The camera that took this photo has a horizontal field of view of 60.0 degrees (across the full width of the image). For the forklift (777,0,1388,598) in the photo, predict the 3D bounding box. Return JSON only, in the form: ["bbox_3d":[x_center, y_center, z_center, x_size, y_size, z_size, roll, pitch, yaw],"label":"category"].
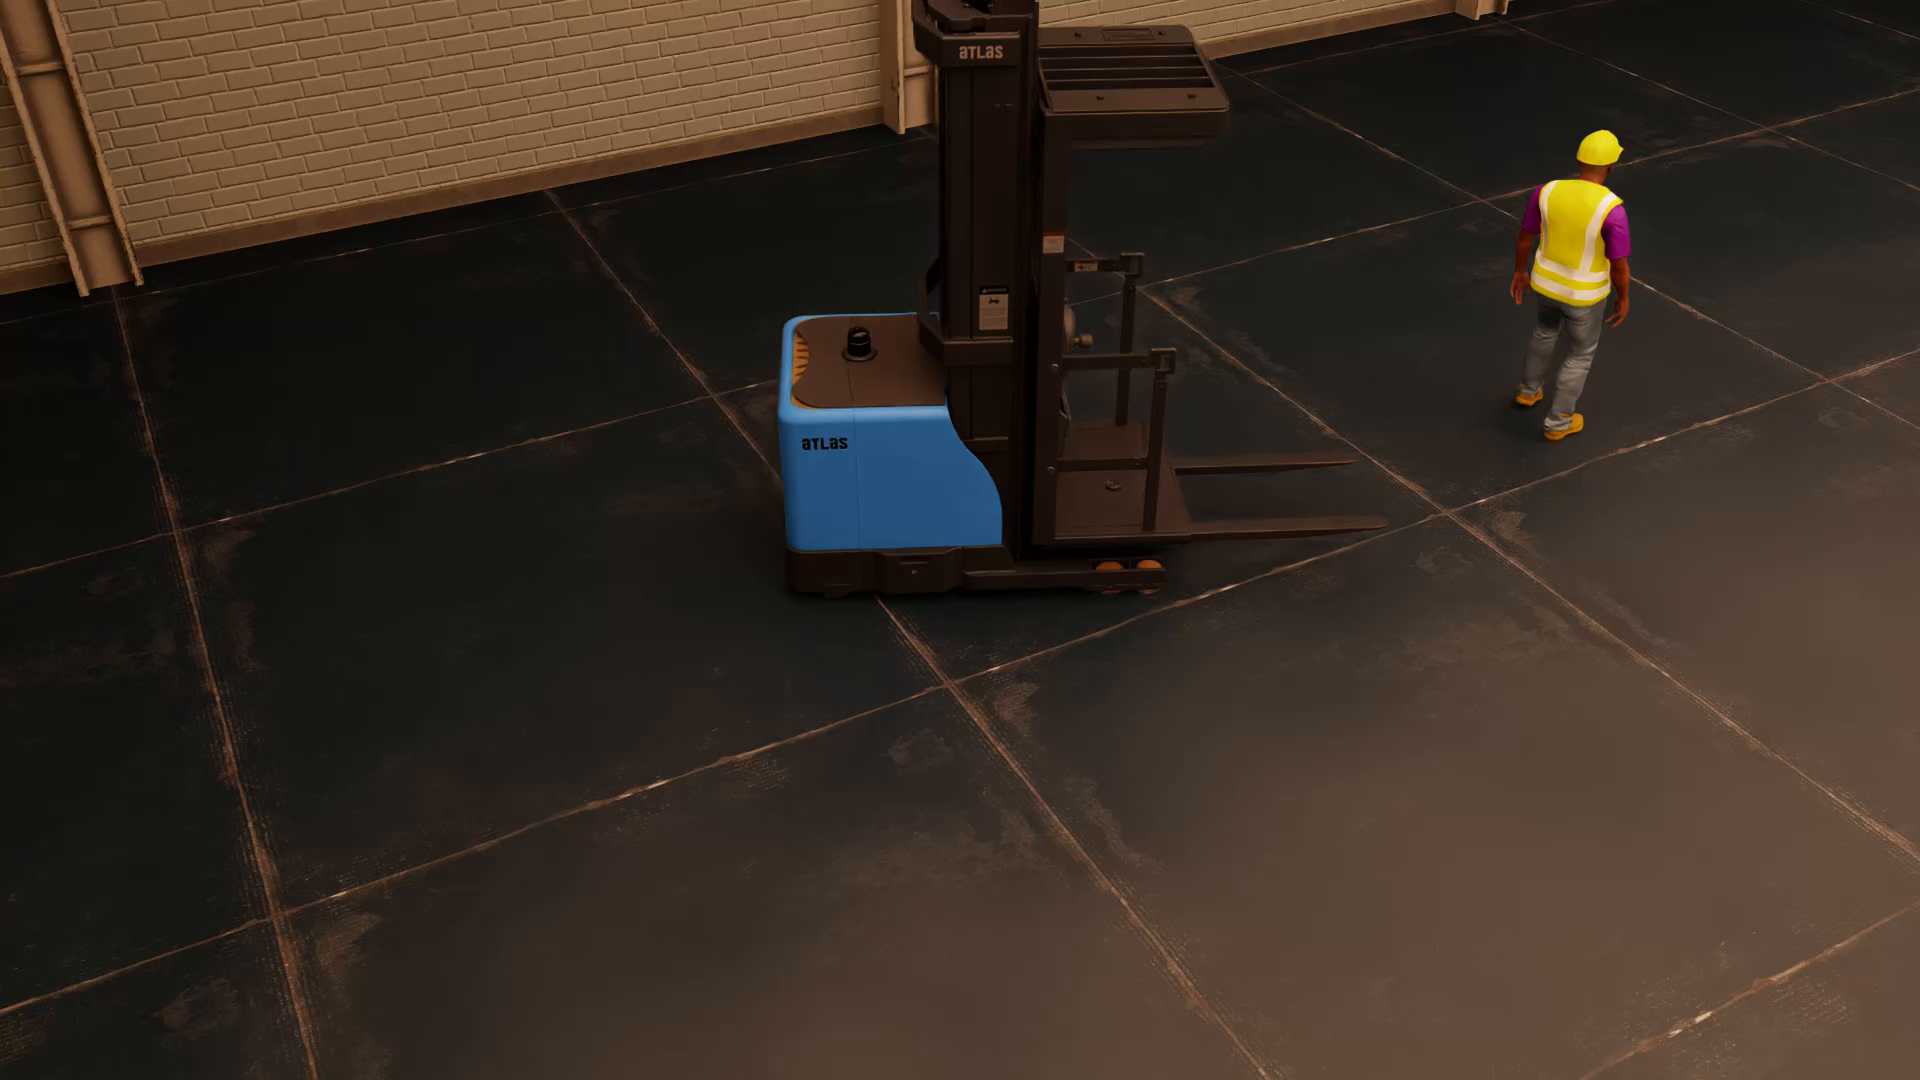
[{"bbox_3d":[0.627,-1.229,7.862,3.031,2.935,1.130,-2,35,-3],"label":"forklift"}]

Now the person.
[{"bbox_3d":[3.395,-1.414,9.144,0.514,1.756,0.657,-27,43,-32],"label":"person"}]
